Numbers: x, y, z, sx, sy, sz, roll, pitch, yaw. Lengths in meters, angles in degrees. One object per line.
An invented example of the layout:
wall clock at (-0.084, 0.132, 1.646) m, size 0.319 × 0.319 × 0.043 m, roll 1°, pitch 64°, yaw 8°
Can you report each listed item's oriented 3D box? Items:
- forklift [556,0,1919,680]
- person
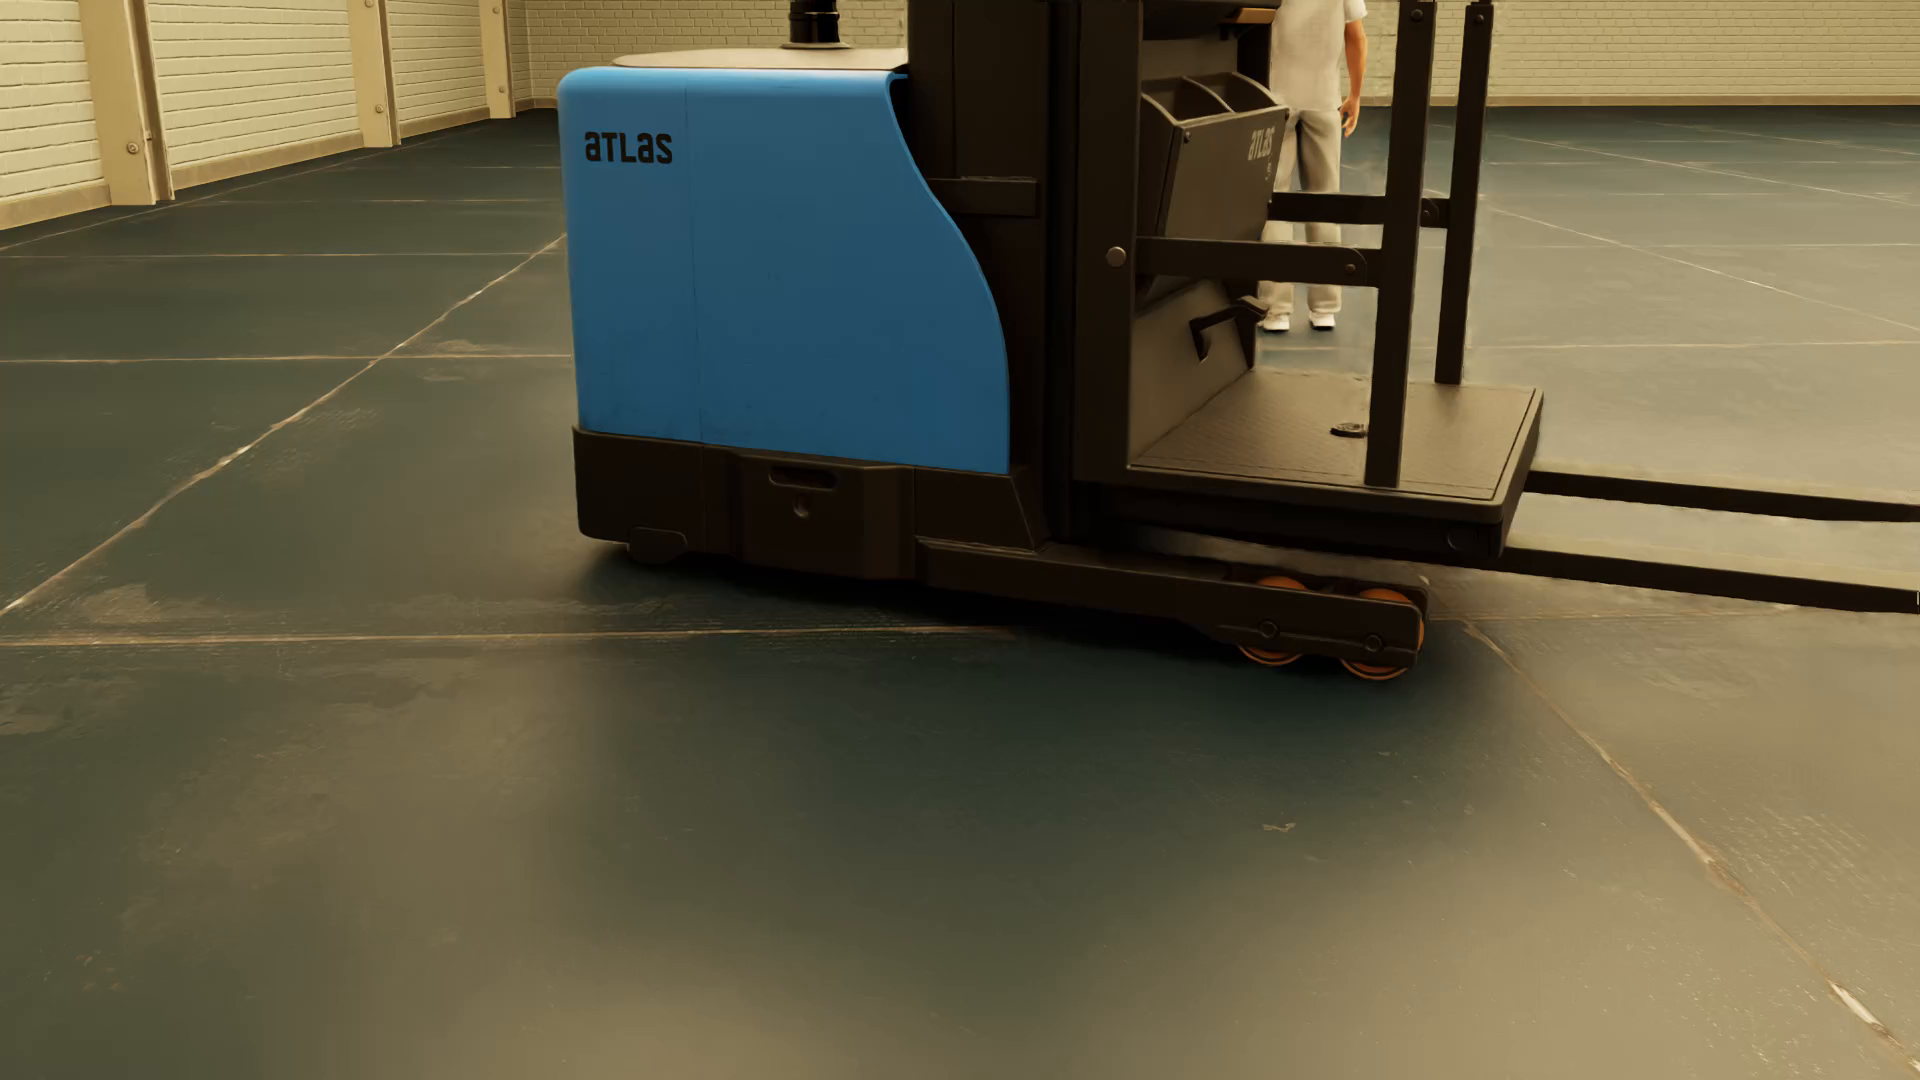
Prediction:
forklift at (0.706, -1.319, 3.219) m, size 3.031 × 2.935 × 1.130 m, roll 7°, pitch 18°, yaw 21°
person at (1.285, -1.653, 6.454) m, size 0.527 × 1.681 × 0.524 m, roll -1°, pitch 17°, yaw -2°
